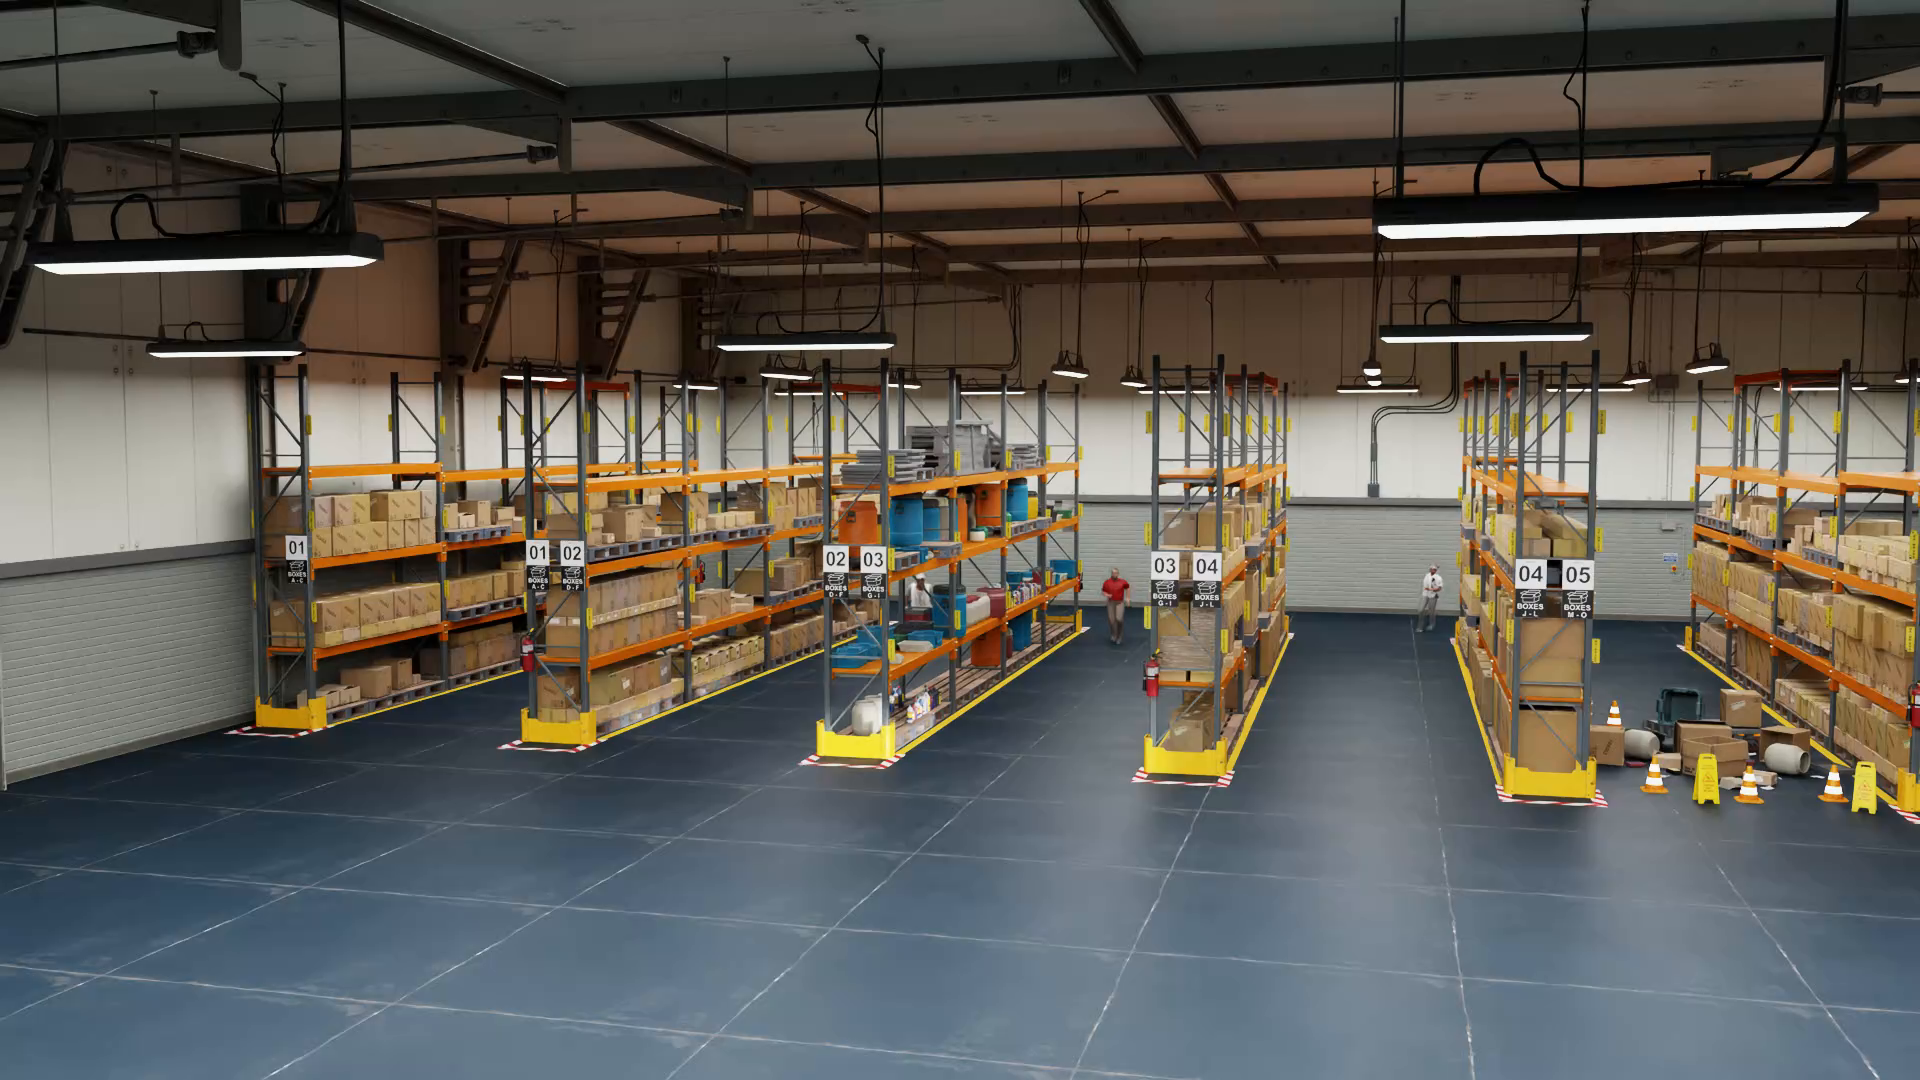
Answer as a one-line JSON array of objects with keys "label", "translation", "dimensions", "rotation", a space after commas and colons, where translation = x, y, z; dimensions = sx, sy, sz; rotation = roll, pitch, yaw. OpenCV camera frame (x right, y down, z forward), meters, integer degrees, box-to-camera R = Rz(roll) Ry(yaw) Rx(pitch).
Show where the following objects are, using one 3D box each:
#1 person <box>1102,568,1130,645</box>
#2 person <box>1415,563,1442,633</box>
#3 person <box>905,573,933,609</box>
[{"label": "person", "translation": [3.556, 1.532, 38.049], "dimensions": [0.637, 1.769, 0.830], "rotation": [1, 4, 11]}, {"label": "person", "translation": [11.415, 1.415, 40.207], "dimensions": [0.615, 1.743, 0.690], "rotation": [4, 5, 43]}, {"label": "person", "translation": [-0.823, 1.494, 34.546], "dimensions": [0.681, 1.688, 0.703], "rotation": [0, 4, 0]}]
